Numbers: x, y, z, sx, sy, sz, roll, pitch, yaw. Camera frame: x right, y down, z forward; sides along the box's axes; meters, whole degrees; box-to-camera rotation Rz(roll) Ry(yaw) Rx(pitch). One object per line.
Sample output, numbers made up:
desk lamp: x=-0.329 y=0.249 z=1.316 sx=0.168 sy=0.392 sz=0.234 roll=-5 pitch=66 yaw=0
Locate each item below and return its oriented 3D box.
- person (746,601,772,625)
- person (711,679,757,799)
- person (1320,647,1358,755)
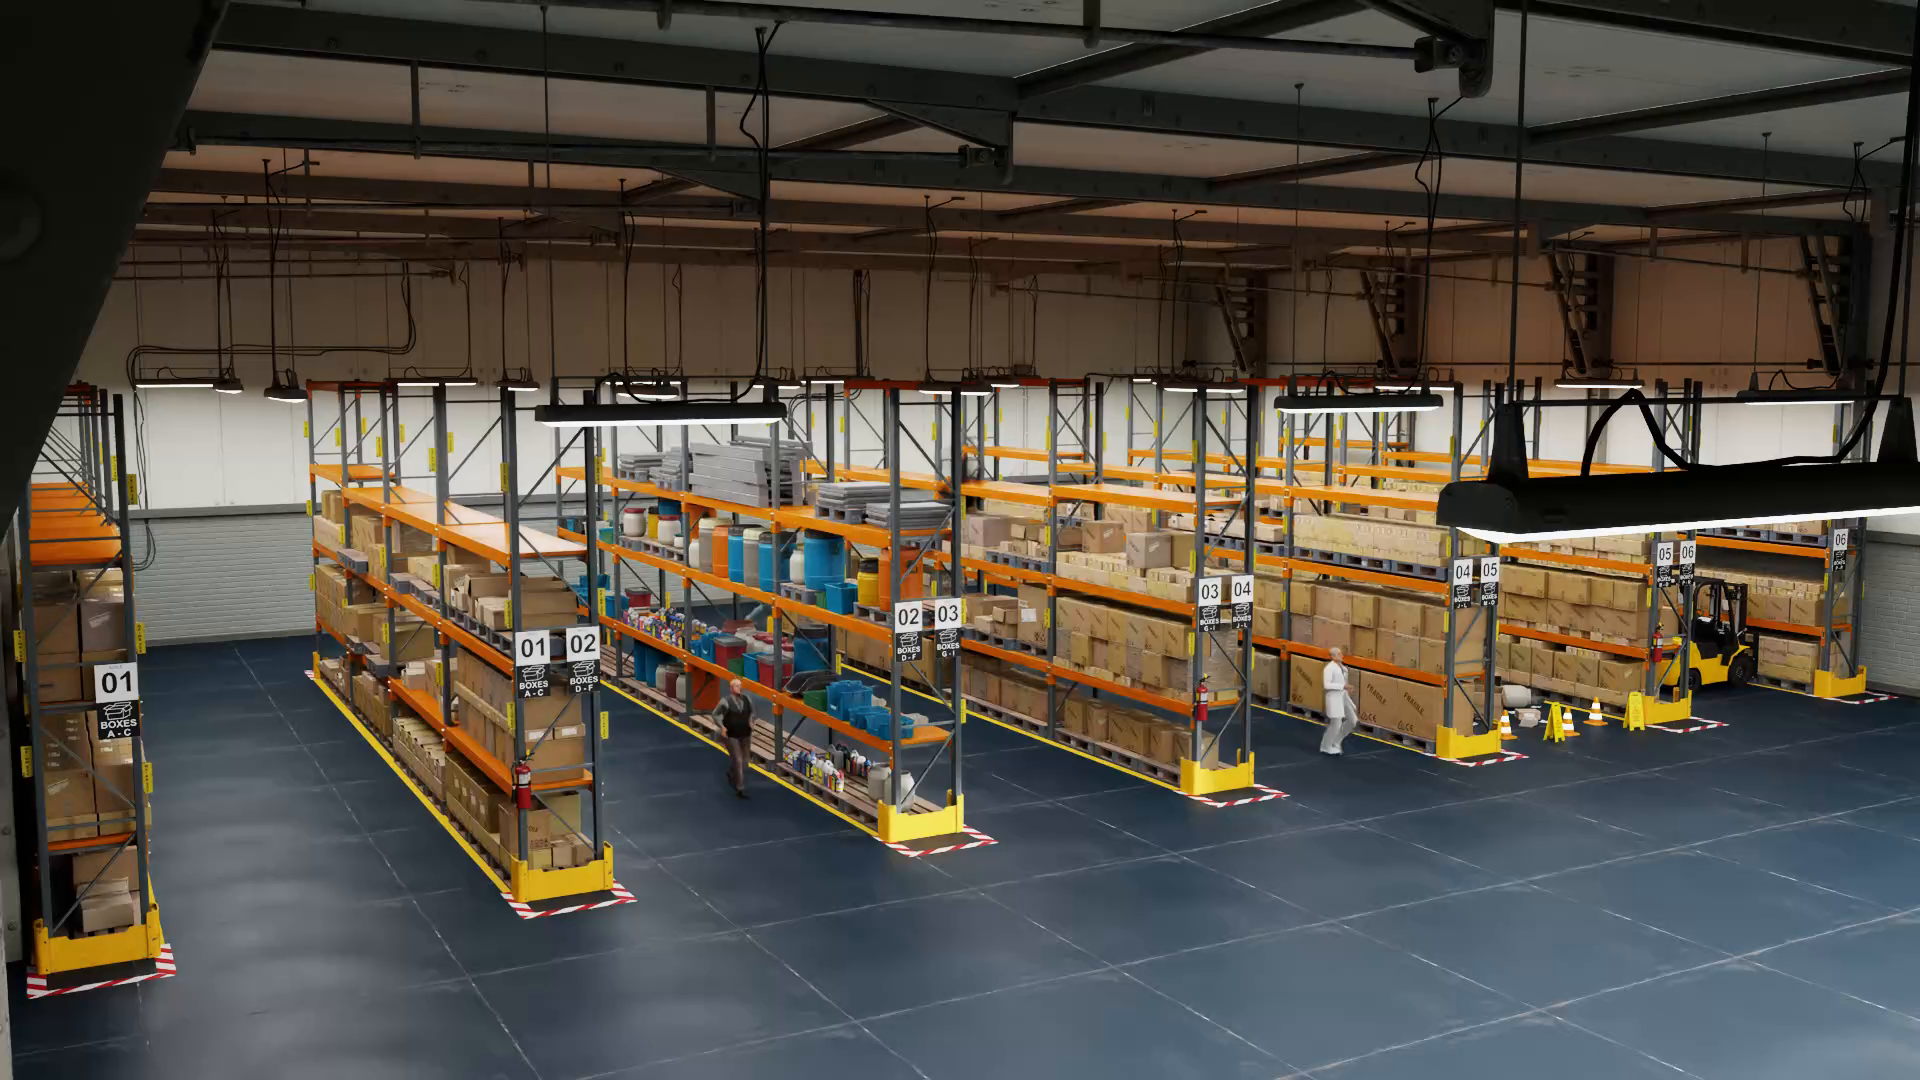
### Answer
person: x=-4.667 y=1.232 z=39.784 sx=0.931 sy=1.766 sz=0.728 roll=-1 pitch=6 yaw=-9
person: x=-3.275 y=2.887 z=24.389 sx=0.676 sy=1.708 sz=0.802 roll=-4 pitch=8 yaw=-36
person: x=6.133 y=2.708 z=26.810 sx=0.692 sy=1.579 sz=0.686 roll=-6 pitch=9 yaw=-44
